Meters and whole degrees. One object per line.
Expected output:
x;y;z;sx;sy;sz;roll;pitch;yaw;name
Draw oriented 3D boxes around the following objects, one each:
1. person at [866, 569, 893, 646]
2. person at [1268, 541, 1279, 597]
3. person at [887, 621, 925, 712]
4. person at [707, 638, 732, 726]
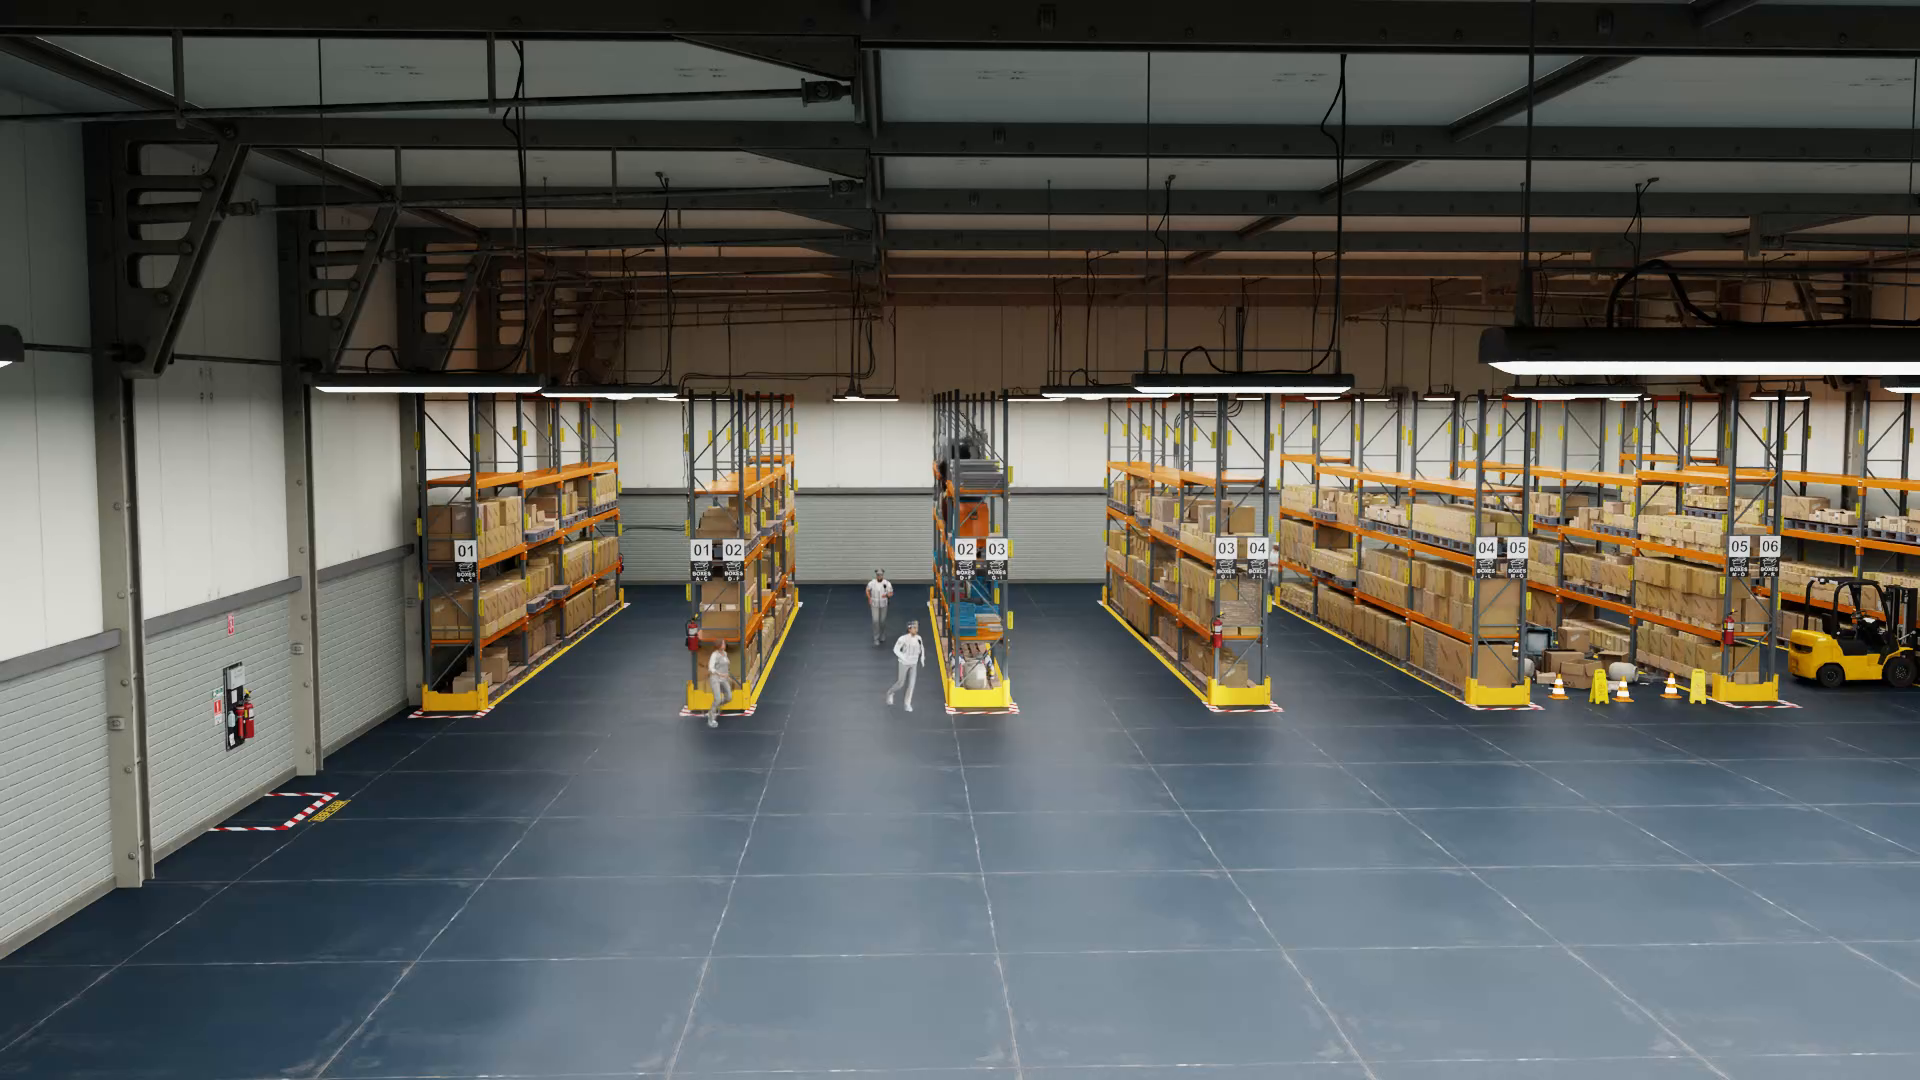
-1.925;1.587;39.874;0.654;1.821;0.797;0;5;-3;person
9.248;0.884;48.857;0.666;1.775;0.703;-3;5;-30;person
-0.949;2.342;31.333;0.687;1.667;0.788;-3;5;-29;person
-4.250;2.535;29.671;0.518;1.565;0.576;3;6;33;person
